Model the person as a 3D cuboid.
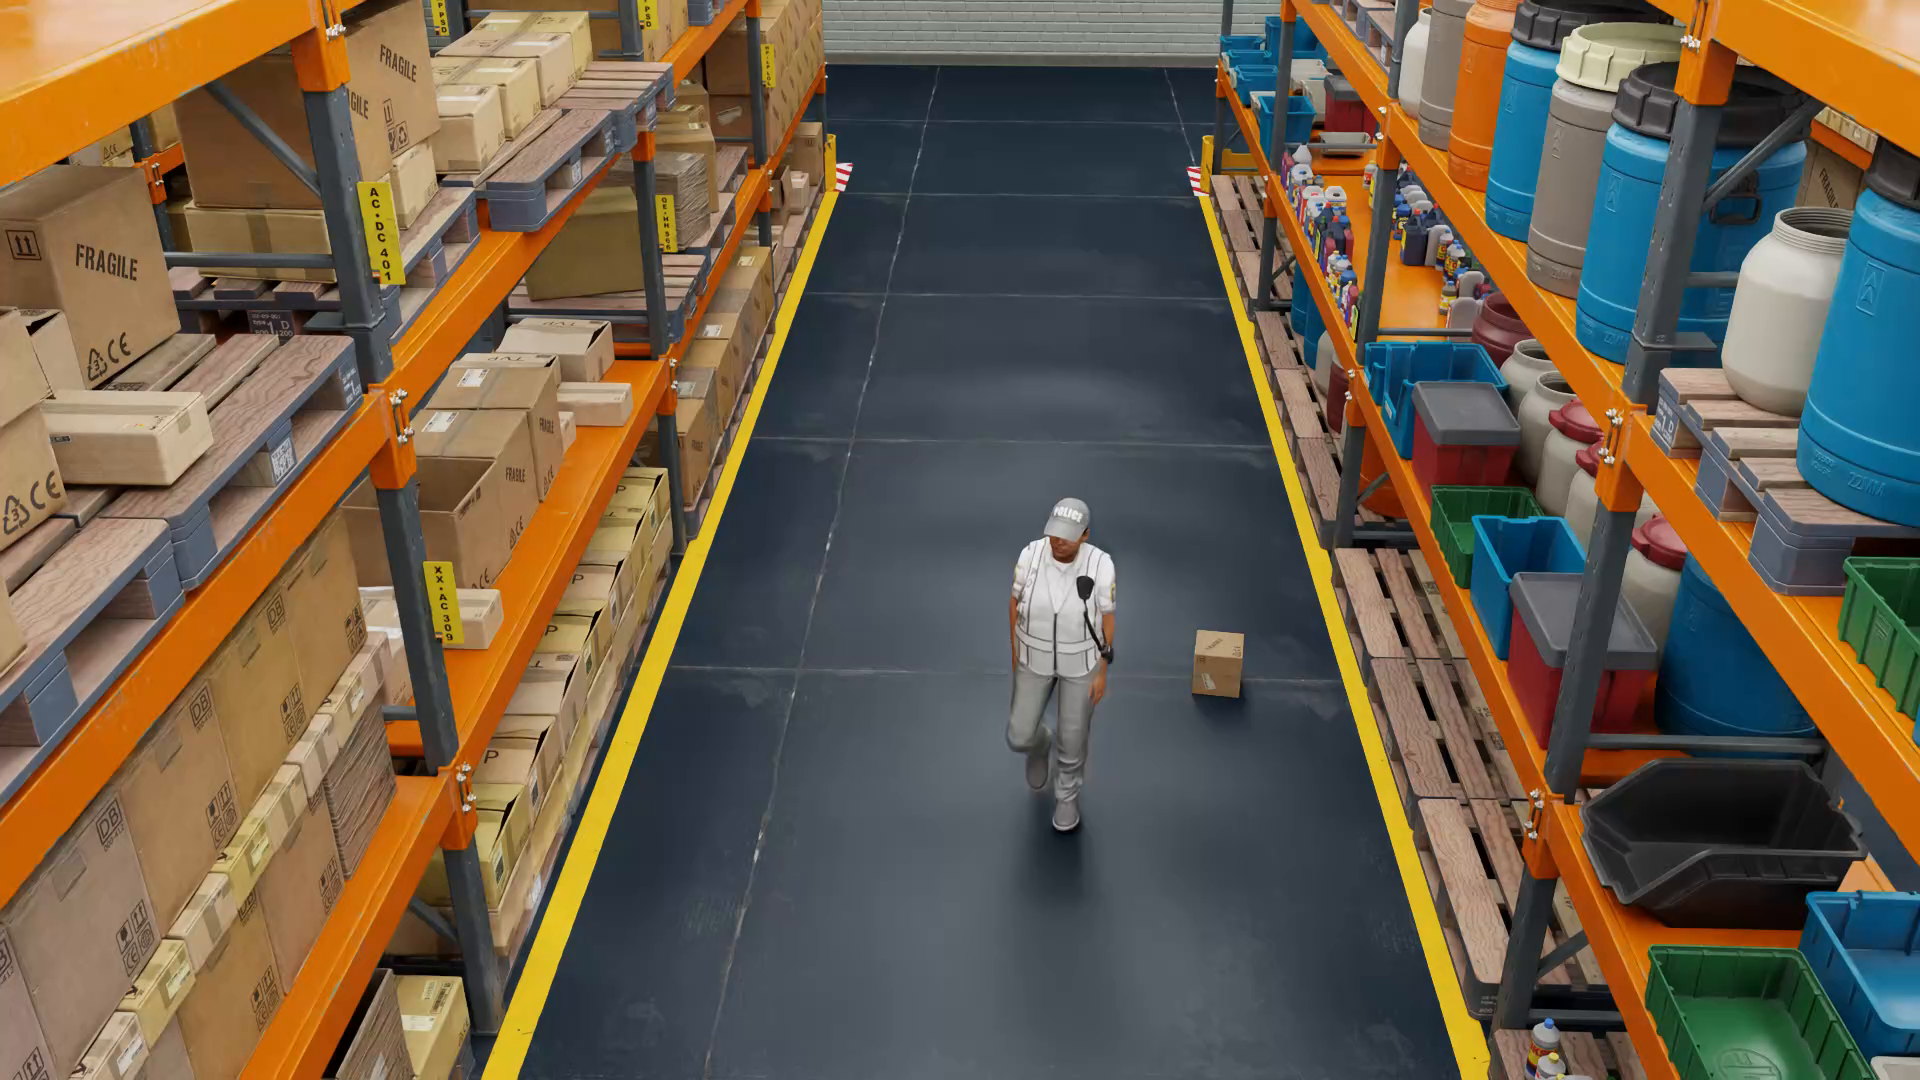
[{"bbox_3d":[0.460,0.530,7.578,0.486,1.653,0.484,6,29,11],"label":"person"}]
